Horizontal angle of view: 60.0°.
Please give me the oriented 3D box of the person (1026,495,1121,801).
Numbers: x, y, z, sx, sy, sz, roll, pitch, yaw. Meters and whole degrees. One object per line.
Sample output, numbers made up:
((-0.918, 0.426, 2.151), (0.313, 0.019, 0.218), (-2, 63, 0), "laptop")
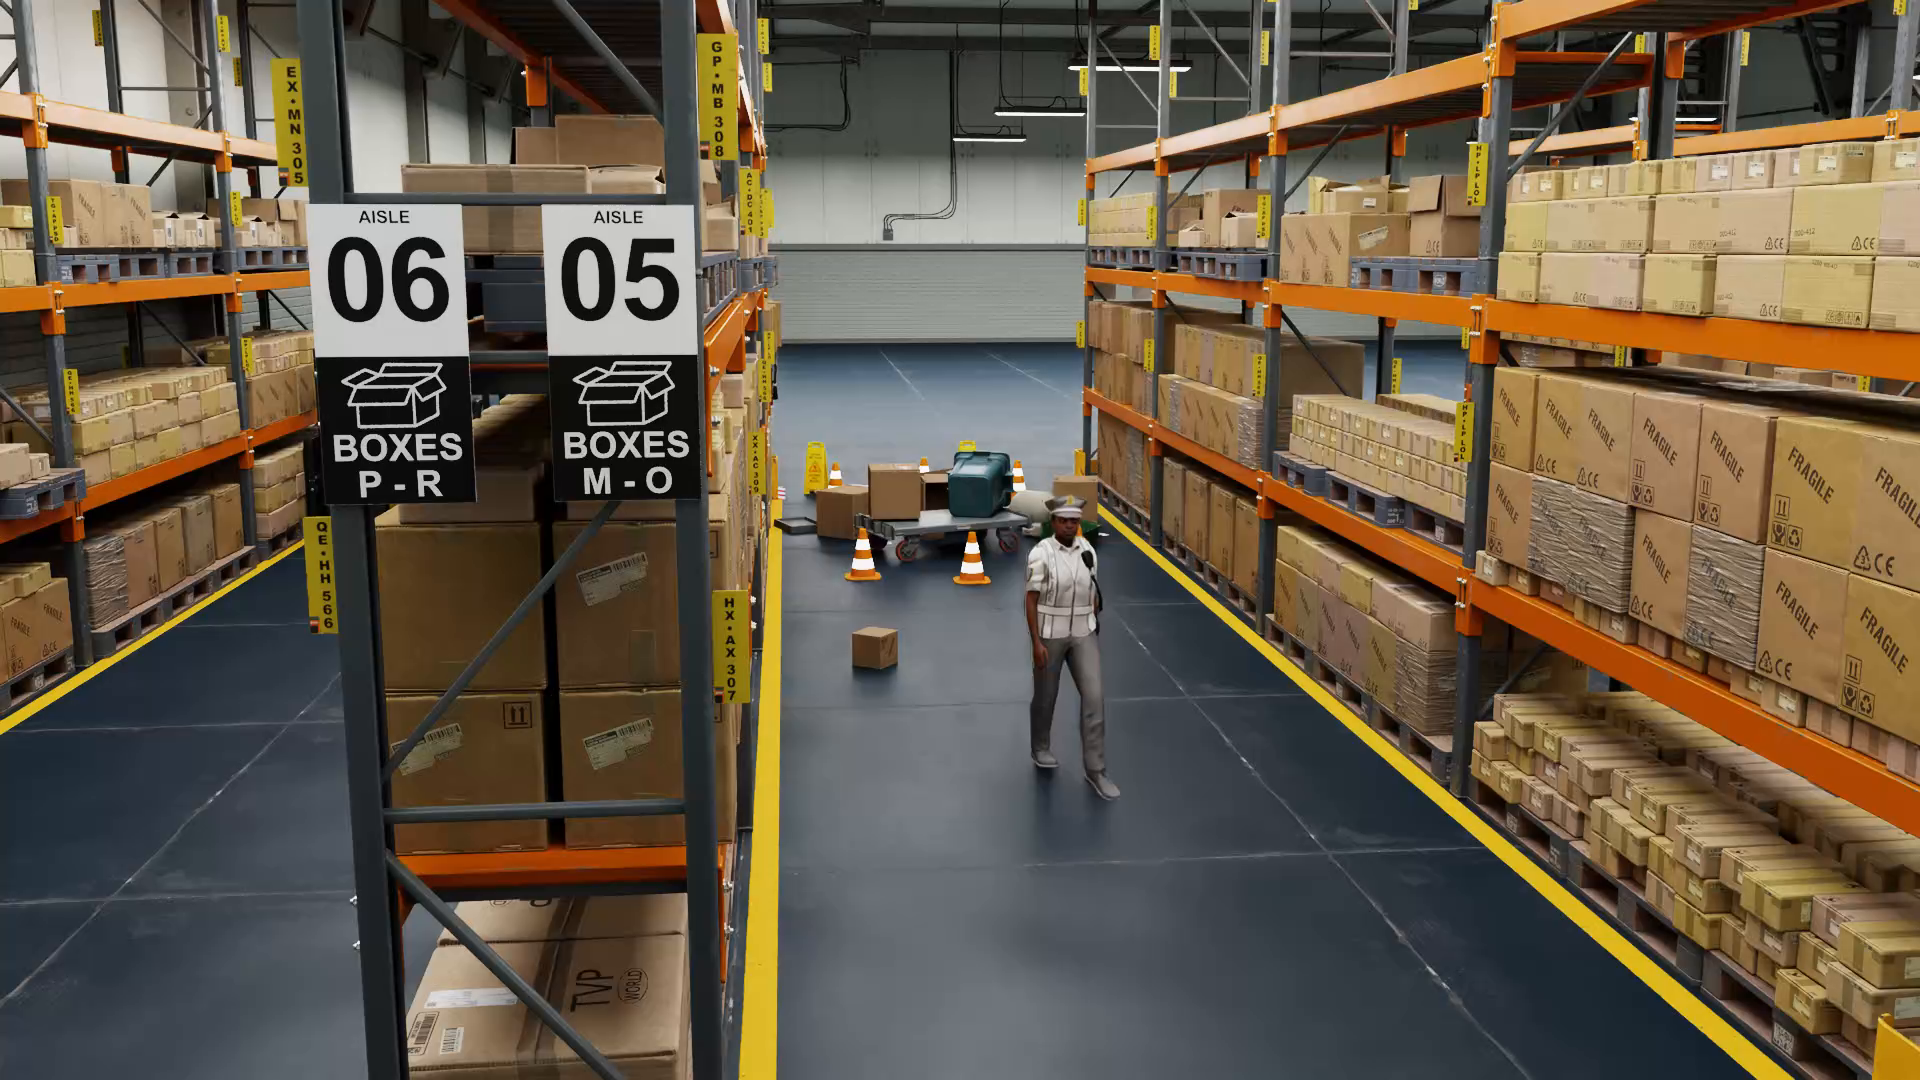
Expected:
((0.620, 0.587, 9.568), (0.484, 1.701, 0.798), (-3, 10, -15), "person")
